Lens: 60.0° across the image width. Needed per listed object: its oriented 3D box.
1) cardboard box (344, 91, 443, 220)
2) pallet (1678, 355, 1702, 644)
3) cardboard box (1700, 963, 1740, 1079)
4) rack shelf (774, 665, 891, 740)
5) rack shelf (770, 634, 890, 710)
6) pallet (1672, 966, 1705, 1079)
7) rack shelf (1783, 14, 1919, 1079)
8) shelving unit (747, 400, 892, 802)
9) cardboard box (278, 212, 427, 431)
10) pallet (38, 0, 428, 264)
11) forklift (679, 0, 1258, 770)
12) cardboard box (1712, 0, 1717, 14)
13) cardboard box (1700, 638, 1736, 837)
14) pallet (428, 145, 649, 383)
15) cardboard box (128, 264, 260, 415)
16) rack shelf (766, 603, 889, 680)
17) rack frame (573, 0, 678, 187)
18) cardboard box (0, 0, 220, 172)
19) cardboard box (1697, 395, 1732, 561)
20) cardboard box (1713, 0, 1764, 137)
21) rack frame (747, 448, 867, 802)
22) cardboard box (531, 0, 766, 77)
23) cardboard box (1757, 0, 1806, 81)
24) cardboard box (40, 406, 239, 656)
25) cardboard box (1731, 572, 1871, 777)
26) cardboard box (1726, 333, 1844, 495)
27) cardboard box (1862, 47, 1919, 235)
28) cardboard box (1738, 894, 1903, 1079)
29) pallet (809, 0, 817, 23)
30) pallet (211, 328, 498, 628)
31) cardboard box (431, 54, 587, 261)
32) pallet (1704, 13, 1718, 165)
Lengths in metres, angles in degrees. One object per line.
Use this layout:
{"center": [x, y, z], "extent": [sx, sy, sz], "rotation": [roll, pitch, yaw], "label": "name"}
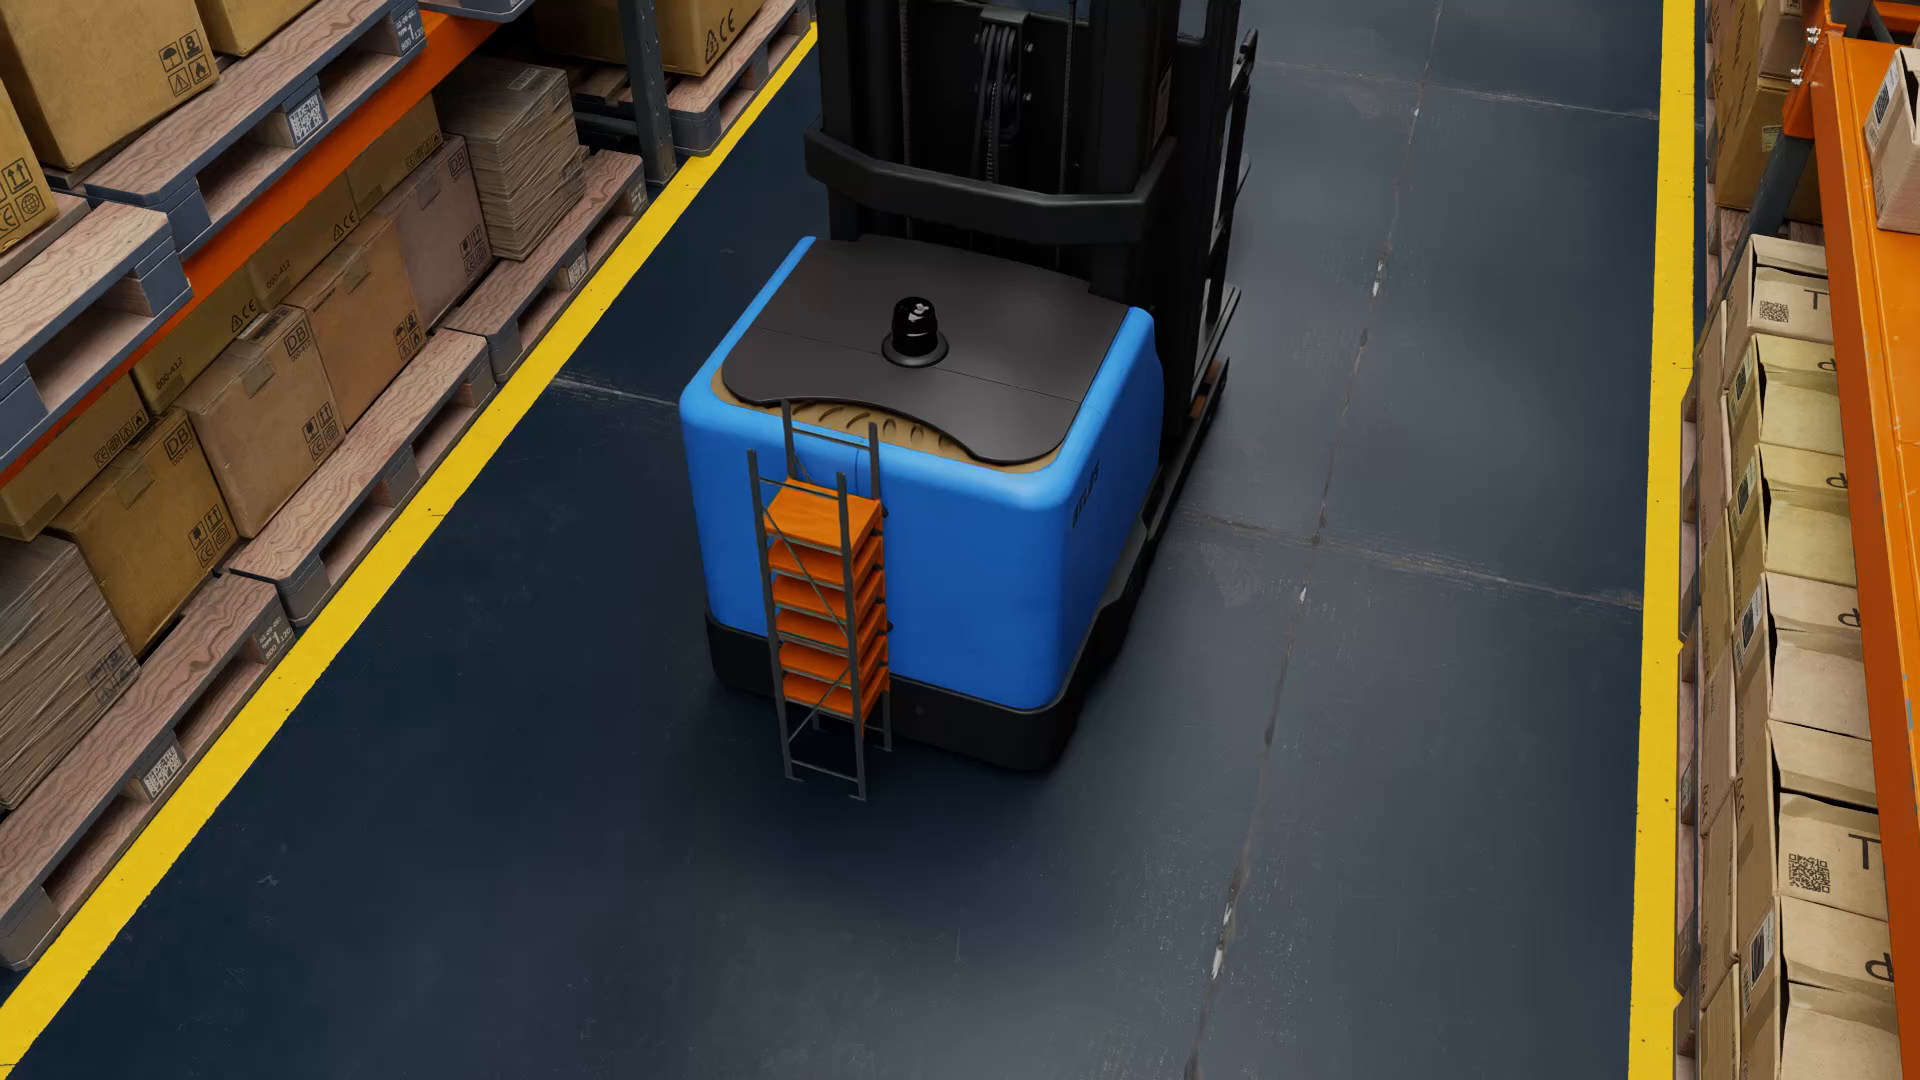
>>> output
{"center": [-2.048, -1.315, 5.386], "extent": [0.500, 0.250, 0.500], "rotation": [13, 46, 13], "label": "cardboard box"}
{"center": [2.788, -0.057, 5.158], "extent": [1.003, 0.211, 1.213], "rotation": [13, 46, 13], "label": "pallet"}
{"center": [1.867, 1.230, 3.514], "extent": [0.500, 0.250, 0.500], "rotation": [12, 46, 12], "label": "cardboard box"}
{"center": [-0.335, 0.397, 4.393], "extent": [0.258, 0.103, 0.180], "rotation": [15, 46, 14], "label": "rack shelf"}
{"center": [-0.335, 0.311, 4.309], "extent": [0.258, 0.103, 0.180], "rotation": [15, 46, 14], "label": "rack shelf"}
{"center": [2.049, 1.569, 3.496], "extent": [1.003, 0.211, 1.213], "rotation": [13, 46, 13], "label": "pallet"}
{"center": [2.469, -0.004, 3.624], "extent": [1.077, 0.370, 4.000], "rotation": [13, 46, 13], "label": "rack shelf"}
{"center": [-0.335, 0.193, 4.194], "extent": [0.258, 1.200, 0.189], "rotation": [15, 46, 14], "label": "shelving unit"}
{"center": [-2.206, -0.758, 5.353], "extent": [0.700, 0.500, 0.500], "rotation": [12, 46, 12], "label": "cardboard box"}
{"center": [-2.208, -1.245, 4.514], "extent": [1.003, 0.211, 1.213], "rotation": [13, 46, 13], "label": "pallet"}
{"center": [0.278, -1.471, 4.657], "extent": [1.130, 2.935, 3.031], "rotation": [15, 46, 14], "label": "forklift"}
{"center": [3.598, -2.564, 7.199], "extent": [0.500, 0.500, 0.500], "rotation": [13, 46, 13], "label": "cardboard box"}
{"center": [2.177, 0.550, 4.209], "extent": [0.500, 0.250, 0.500], "rotation": [13, 46, 13], "label": "cardboard box"}
{"center": [-1.886, -1.124, 6.248], "extent": [1.003, 0.211, 1.213], "rotation": [13, 46, 13], "label": "pallet"}
{"center": [-2.368, -0.643, 4.699], "extent": [0.500, 0.250, 0.500], "rotation": [11, 46, 11], "label": "cardboard box"}
{"center": [-0.335, 0.225, 4.225], "extent": [0.258, 0.103, 0.180], "rotation": [15, 46, 14], "label": "rack shelf"}
{"center": [-1.648, -2.641, 5.804], "extent": [1.000, 3.000, 0.127], "rotation": [13, 46, 13], "label": "rack frame"}
{"center": [-2.327, -1.317, 4.065], "extent": [0.700, 0.500, 0.500], "rotation": [19, 47, 18], "label": "cardboard box"}
{"center": [2.485, -0.140, 4.914], "extent": [0.500, 0.250, 0.500], "rotation": [11, 46, 11], "label": "cardboard box"}
{"center": [3.291, -1.876, 6.495], "extent": [0.500, 0.500, 0.500], "rotation": [11, 45, 11], "label": "cardboard box"}
{"center": [-0.367, 0.253, 4.133], "extent": [0.240, 1.200, 0.006], "rotation": [15, 46, 14], "label": "rack frame"}
{"center": [-1.300, -2.485, 6.882], "extent": [0.750, 0.750, 0.750], "rotation": [12, 46, 12], "label": "cardboard box"}
{"center": [3.147, -1.838, 5.920], "extent": [0.500, 0.250, 0.500], "rotation": [14, 46, 14], "label": "cardboard box"}
{"center": [-2.543, -0.088, 4.668], "extent": [0.700, 0.500, 0.500], "rotation": [12, 46, 12], "label": "cardboard box"}
{"center": [2.173, 0.359, 4.003], "extent": [0.500, 0.311, 0.500], "rotation": [12, 46, 12], "label": "cardboard box"}
{"center": [2.485, -0.323, 4.701], "extent": [0.500, 0.311, 0.500], "rotation": [11, 46, 12], "label": "cardboard box"}
{"center": [2.619, -1.008, 4.199], "extent": [0.500, 0.311, 0.500], "rotation": [12, 46, 12], "label": "cardboard box"}
{"center": [1.864, 1.025, 3.322], "extent": [0.500, 0.311, 0.500], "rotation": [14, 46, 14], "label": "cardboard box"}
{"center": [-0.966, -2.965, 8.129], "extent": [1.003, 0.211, 1.213], "rotation": [13, 46, 13], "label": "pallet"}
{"center": [-2.257, -0.314, 5.419], "extent": [1.003, 0.211, 1.213], "rotation": [13, 46, 13], "label": "pallet"}
{"center": [-1.816, -1.414, 6.023], "extent": [0.700, 0.500, 0.500], "rotation": [13, 46, 13], "label": "cardboard box"}
{"center": [3.708, -1.898, 7.039], "extent": [1.003, 0.211, 1.213], "rotation": [13, 46, 13], "label": "pallet"}
